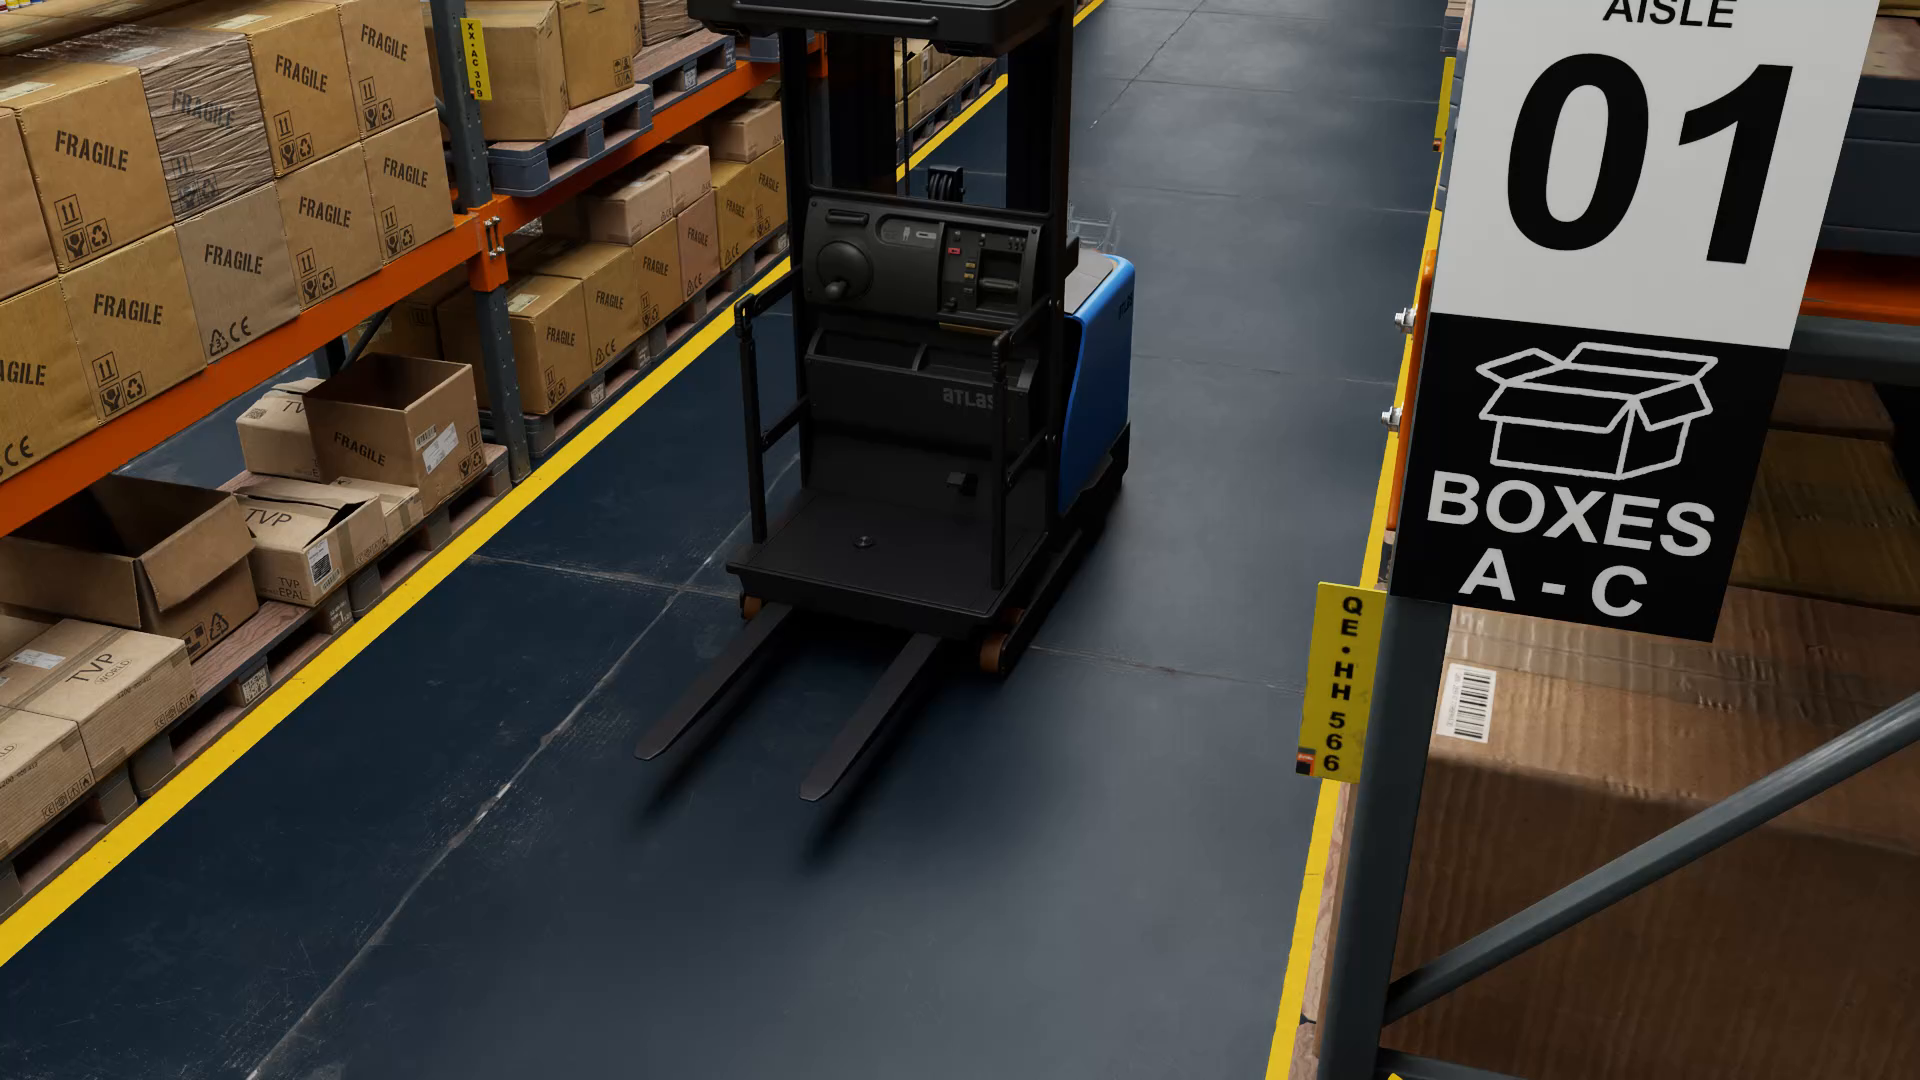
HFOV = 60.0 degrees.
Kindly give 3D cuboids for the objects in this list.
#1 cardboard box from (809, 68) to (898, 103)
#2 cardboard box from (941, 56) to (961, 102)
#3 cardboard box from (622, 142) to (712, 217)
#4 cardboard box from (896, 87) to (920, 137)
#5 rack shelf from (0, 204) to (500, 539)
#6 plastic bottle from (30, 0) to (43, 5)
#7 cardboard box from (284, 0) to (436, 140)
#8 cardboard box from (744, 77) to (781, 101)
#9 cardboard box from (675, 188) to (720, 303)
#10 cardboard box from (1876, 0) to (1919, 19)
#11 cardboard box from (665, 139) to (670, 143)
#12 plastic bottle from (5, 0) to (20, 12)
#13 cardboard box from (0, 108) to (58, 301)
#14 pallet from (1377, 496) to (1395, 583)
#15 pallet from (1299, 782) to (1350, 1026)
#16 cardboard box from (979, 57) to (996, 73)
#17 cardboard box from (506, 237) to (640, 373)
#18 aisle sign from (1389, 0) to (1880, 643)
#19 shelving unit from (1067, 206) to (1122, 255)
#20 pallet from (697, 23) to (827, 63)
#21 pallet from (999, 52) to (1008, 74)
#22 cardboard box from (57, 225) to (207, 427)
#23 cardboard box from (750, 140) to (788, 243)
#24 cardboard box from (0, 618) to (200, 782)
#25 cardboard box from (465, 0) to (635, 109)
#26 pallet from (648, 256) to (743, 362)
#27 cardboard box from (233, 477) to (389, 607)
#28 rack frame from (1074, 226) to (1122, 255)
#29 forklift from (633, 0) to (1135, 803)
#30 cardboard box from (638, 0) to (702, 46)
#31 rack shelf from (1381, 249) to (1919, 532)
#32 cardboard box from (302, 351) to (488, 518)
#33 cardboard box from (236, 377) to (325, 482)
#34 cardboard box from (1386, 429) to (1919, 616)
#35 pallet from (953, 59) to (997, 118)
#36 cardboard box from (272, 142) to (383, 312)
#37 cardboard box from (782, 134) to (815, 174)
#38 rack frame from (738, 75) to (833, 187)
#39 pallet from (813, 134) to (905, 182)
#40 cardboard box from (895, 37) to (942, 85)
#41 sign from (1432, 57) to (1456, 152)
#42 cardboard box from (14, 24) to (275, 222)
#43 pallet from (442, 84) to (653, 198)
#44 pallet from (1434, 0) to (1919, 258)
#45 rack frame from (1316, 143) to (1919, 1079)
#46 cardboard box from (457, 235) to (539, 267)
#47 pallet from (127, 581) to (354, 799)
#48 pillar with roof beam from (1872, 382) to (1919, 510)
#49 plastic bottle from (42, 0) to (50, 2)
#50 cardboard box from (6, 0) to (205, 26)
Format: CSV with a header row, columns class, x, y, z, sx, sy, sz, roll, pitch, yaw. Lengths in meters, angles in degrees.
class,x,y,z,sx,sy,sz,roll,pitch,yaw
cardboard box,-0.751,-3.196,11.729,0.500,0.311,0.500,8,30,14
cardboard box,-0.302,-3.656,13.133,0.500,0.250,0.500,9,30,16
cardboard box,-1.691,-1.979,9.069,0.500,0.250,0.500,8,30,14
cardboard box,-0.604,-3.182,12.280,0.500,0.250,0.500,8,30,14
rack shelf,-3.093,-0.419,5.658,1.077,0.370,4.000,8,30,15
plastic bottle,-6.010,-3.586,10.744,0.097,0.271,0.097,0,29,0
cardboard box,-2.407,-1.872,6.398,0.500,0.500,0.500,9,30,15
cardboard box,-1.414,-3.028,11.427,0.500,0.311,0.500,9,30,16
cardboard box,-1.682,-1.669,9.283,0.500,0.500,0.500,7,30,13
cardboard box,1.505,-0.876,2.273,0.500,0.250,0.500,10,31,17
cardboard box,-1.887,-2.207,10.251,0.500,0.500,0.500,7,30,13
plastic bottle,-6.067,-3.465,10.598,0.097,0.201,0.097,0,29,0
cardboard box,-3.000,-0.929,4.704,0.500,0.500,0.500,9,30,16
pallet,2.385,-0.109,7.228,1.003,0.211,1.213,8,30,15
pallet,1.576,1.172,4.927,1.003,0.211,1.213,8,30,15
cardboard box,-0.003,-4.129,13.983,0.500,0.250,0.500,8,30,14
cardboard box,-1.985,-1.203,8.445,0.500,0.500,0.500,9,30,16
aisle sign,0.748,-0.245,1.930,0.394,0.787,0.004,8,30,15
shelving unit,0.532,-1.078,8.235,0.258,0.189,1.200,10,71,18
pallet,-1.464,-3.113,9.958,1.213,0.211,1.003,8,30,15
pallet,0.116,-4.526,15.169,1.003,0.211,1.213,8,30,15
cardboard box,-2.853,-0.722,5.359,0.500,0.500,0.500,9,30,16
cardboard box,-1.382,-2.154,10.155,0.500,0.500,0.500,10,31,17
cardboard box,-2.956,0.528,5.591,0.500,0.250,0.500,8,30,15
cardboard box,-2.012,-2.407,7.957,0.700,0.500,0.500,13,32,23
pallet,-1.947,-1.397,9.544,1.003,0.211,1.213,8,30,15
cardboard box,-2.622,-0.027,6.526,0.500,0.311,0.500,8,30,15
rack frame,0.552,-1.044,8.318,0.240,0.006,1.200,10,71,18
forklift,-0.226,-0.998,6.028,1.130,2.935,3.031,11,31,18
cardboard box,-1.860,-3.043,9.099,0.700,0.500,0.500,14,32,24
rack shelf,1.643,-1.025,3.662,1.077,0.370,4.000,8,30,15
cardboard box,-2.402,-0.458,7.106,0.500,0.500,0.500,8,30,15
cardboard box,-2.836,-0.516,7.406,0.500,0.311,0.500,8,30,15
cardboard box,1.399,0.192,3.511,0.980,0.700,0.700,8,30,14
pallet,-0.337,-3.814,13.890,1.003,0.211,1.213,8,30,15
cardboard box,-2.558,-1.198,6.215,0.500,0.500,0.500,9,30,16
cardboard box,-0.898,-2.705,11.424,0.500,0.250,0.500,8,30,15
rack frame,-1.332,-3.522,10.496,1.000,3.000,0.127,8,30,15
pallet,-1.053,-2.681,11.851,1.003,0.211,1.213,8,30,15
cardboard box,-0.449,-3.672,12.584,0.500,0.311,0.500,8,30,14
sign,1.709,-1.502,5.756,0.100,0.325,0.005,8,30,15
cardboard box,-2.703,-1.399,5.548,0.500,0.500,0.500,9,30,15
pallet,-2.167,-1.935,7.840,1.003,0.211,1.213,8,30,15
pallet,1.264,-0.718,2.460,1.003,0.211,1.213,8,30,15
rack frame,1.056,0.901,2.545,1.000,3.000,0.127,8,30,15
cardboard box,-2.482,-1.262,8.552,0.500,0.500,0.500,9,30,15
pallet,-3.065,0.443,6.236,1.003,0.211,1.213,8,30,15
pillar with roof beam,-1.263,-3.745,4.726,9.100,9.000,0.400,8,30,15
plastic bottle,-5.982,-3.601,10.842,0.097,0.201,0.097,0,29,0
cardboard box,-3.064,-1.725,6.134,0.500,0.500,0.500,8,30,13
